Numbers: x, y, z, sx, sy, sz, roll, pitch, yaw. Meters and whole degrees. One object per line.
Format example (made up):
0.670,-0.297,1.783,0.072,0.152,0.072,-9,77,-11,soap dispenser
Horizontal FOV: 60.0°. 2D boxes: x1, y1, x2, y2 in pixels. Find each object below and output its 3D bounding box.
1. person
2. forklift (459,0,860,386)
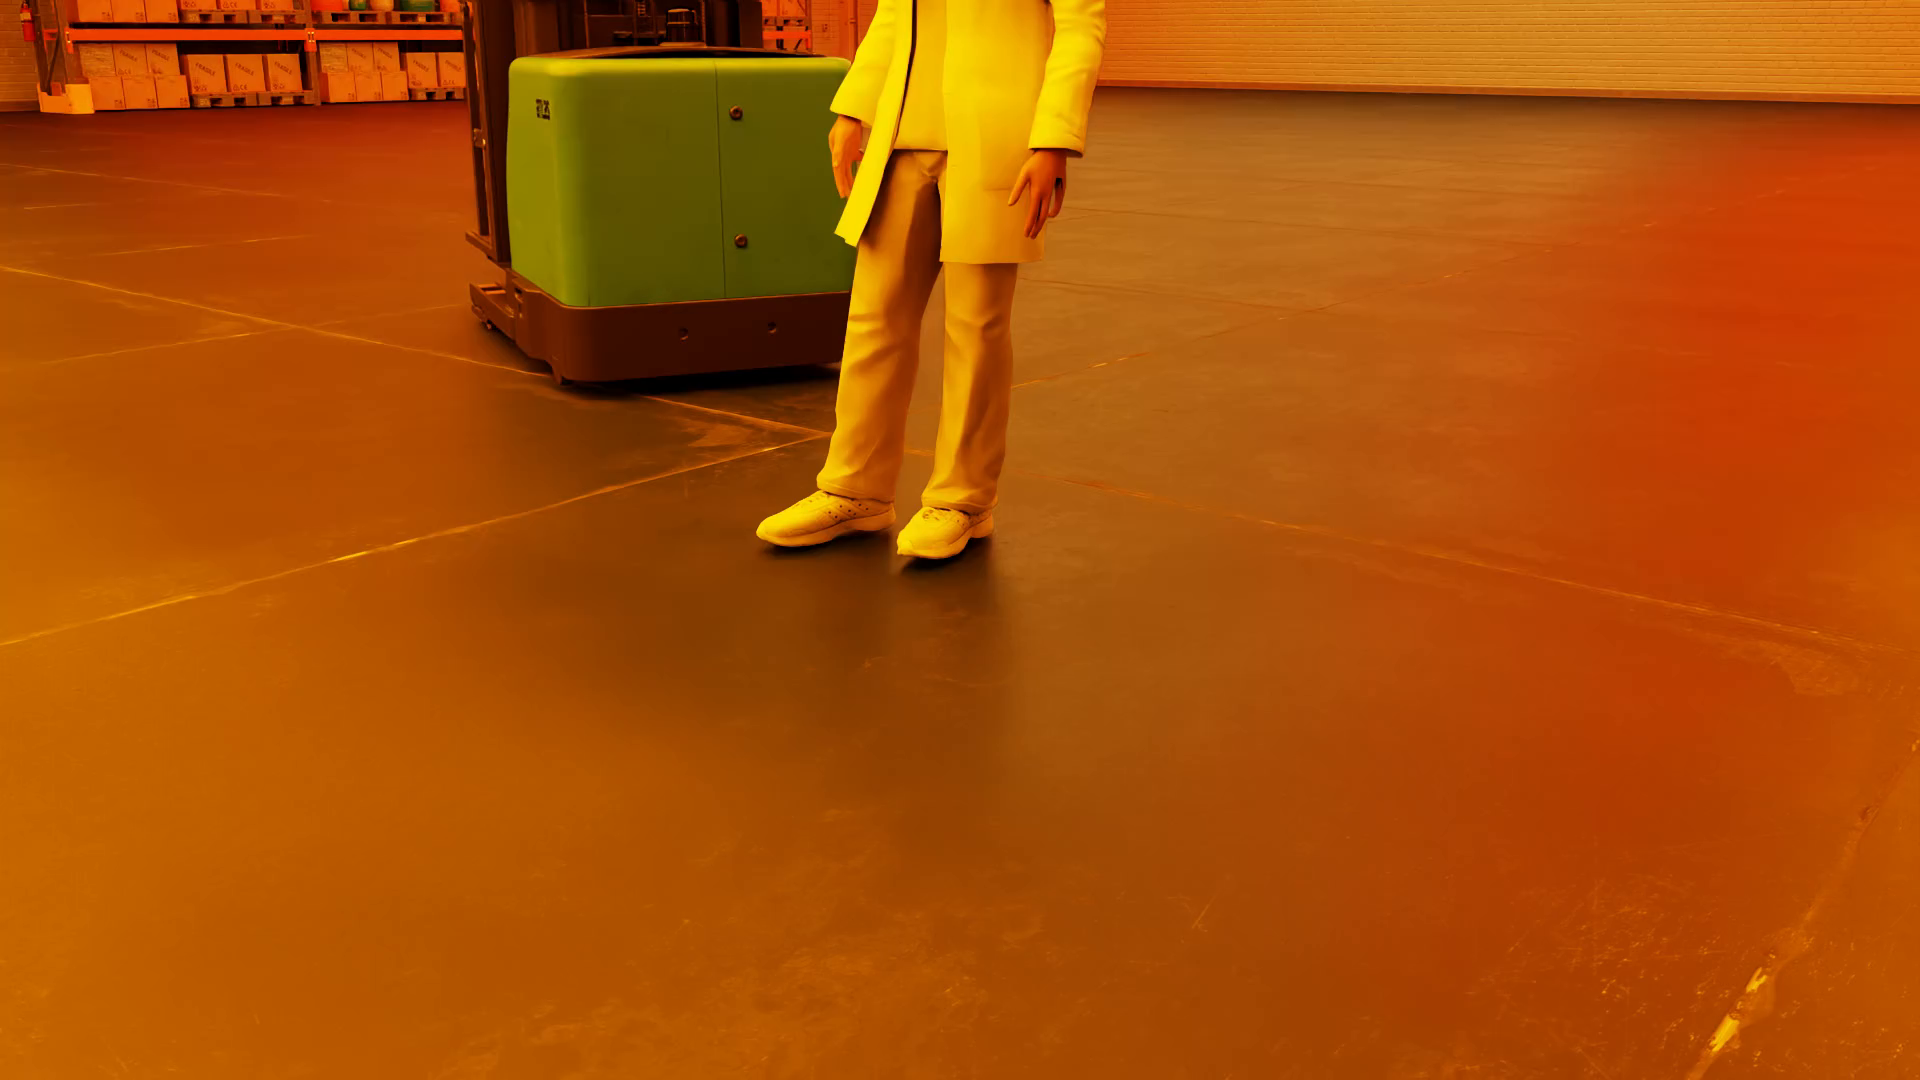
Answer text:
-0.061,-0.838,3.618,0.696,1.776,0.581,13,21,37,person
-1.391,-2.297,6.463,1.130,2.935,3.031,-7,18,-23,forklift
